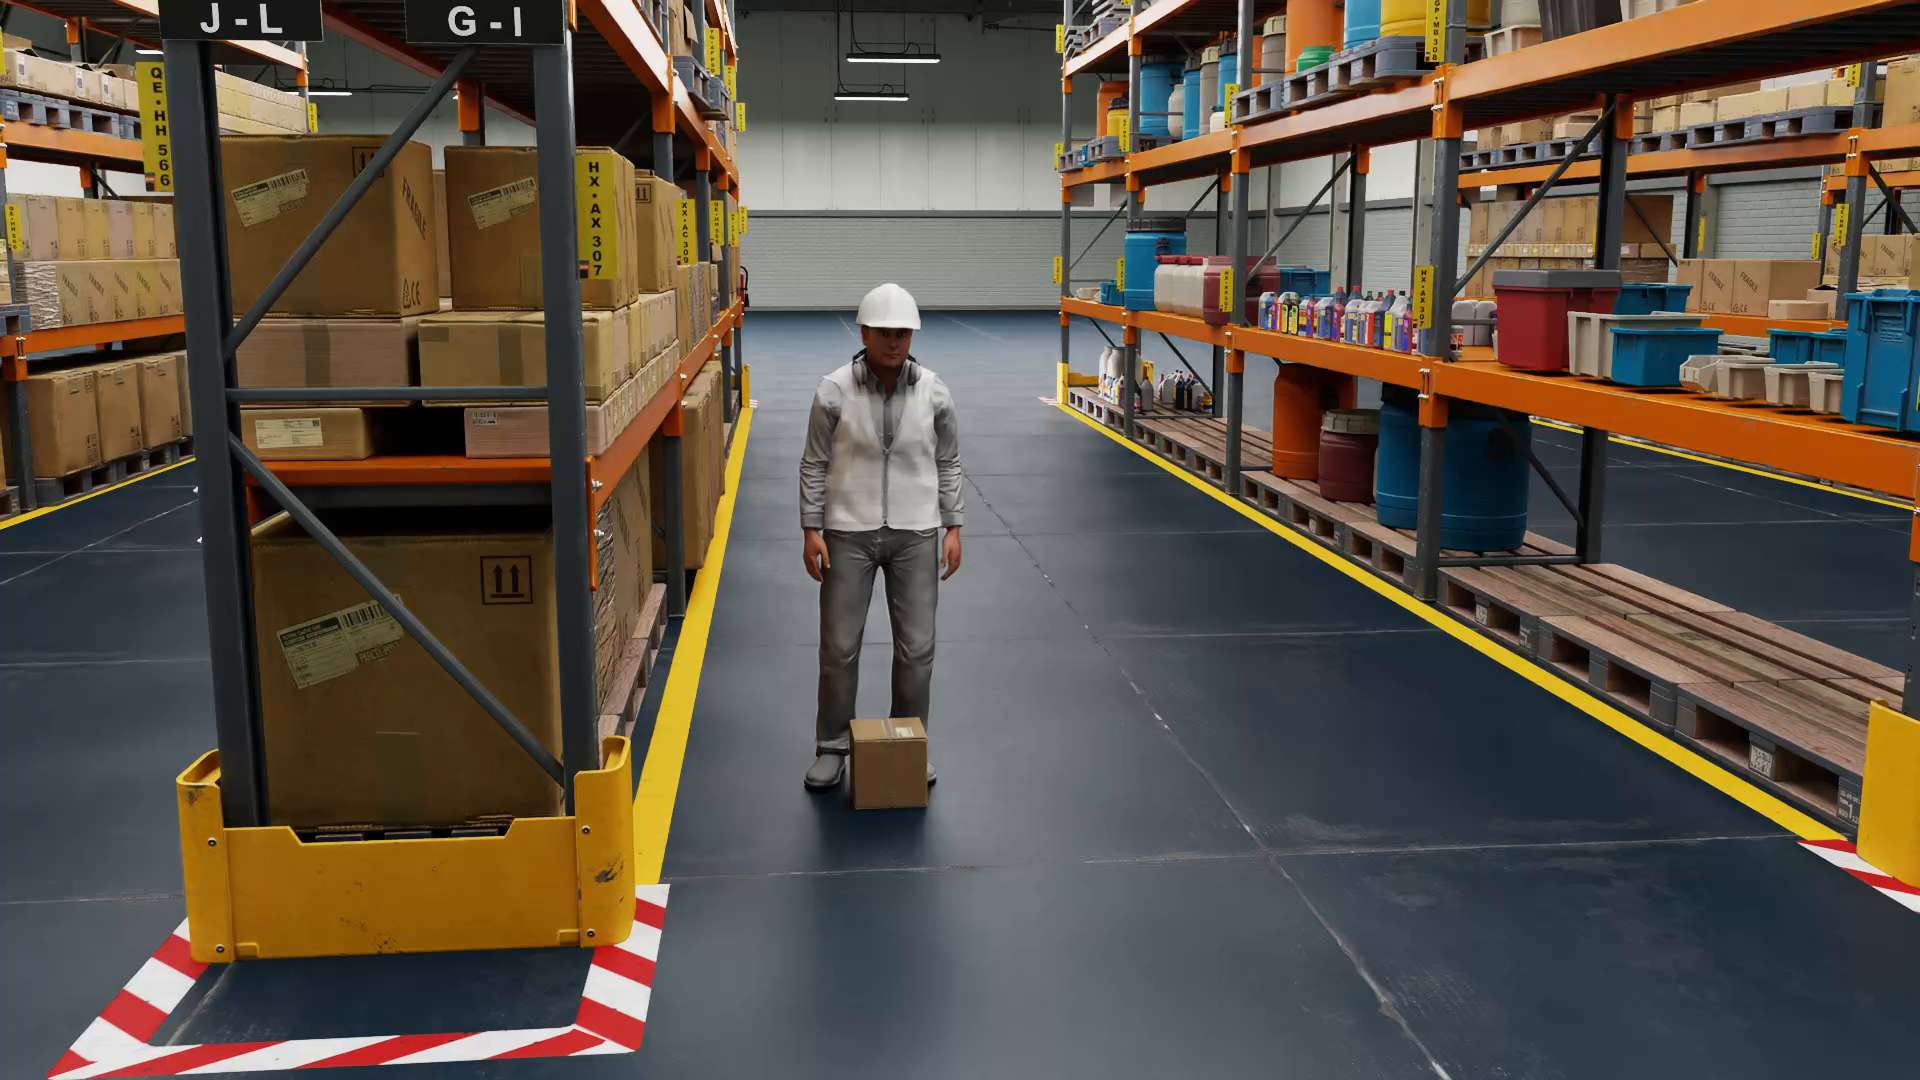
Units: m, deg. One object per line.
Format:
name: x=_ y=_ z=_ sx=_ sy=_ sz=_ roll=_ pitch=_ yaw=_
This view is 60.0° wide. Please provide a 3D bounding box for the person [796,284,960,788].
person: x=-0.288 y=-0.014 z=5.913 sx=0.581 sy=1.768 sz=0.465 roll=-1 pitch=10 yaw=-6
